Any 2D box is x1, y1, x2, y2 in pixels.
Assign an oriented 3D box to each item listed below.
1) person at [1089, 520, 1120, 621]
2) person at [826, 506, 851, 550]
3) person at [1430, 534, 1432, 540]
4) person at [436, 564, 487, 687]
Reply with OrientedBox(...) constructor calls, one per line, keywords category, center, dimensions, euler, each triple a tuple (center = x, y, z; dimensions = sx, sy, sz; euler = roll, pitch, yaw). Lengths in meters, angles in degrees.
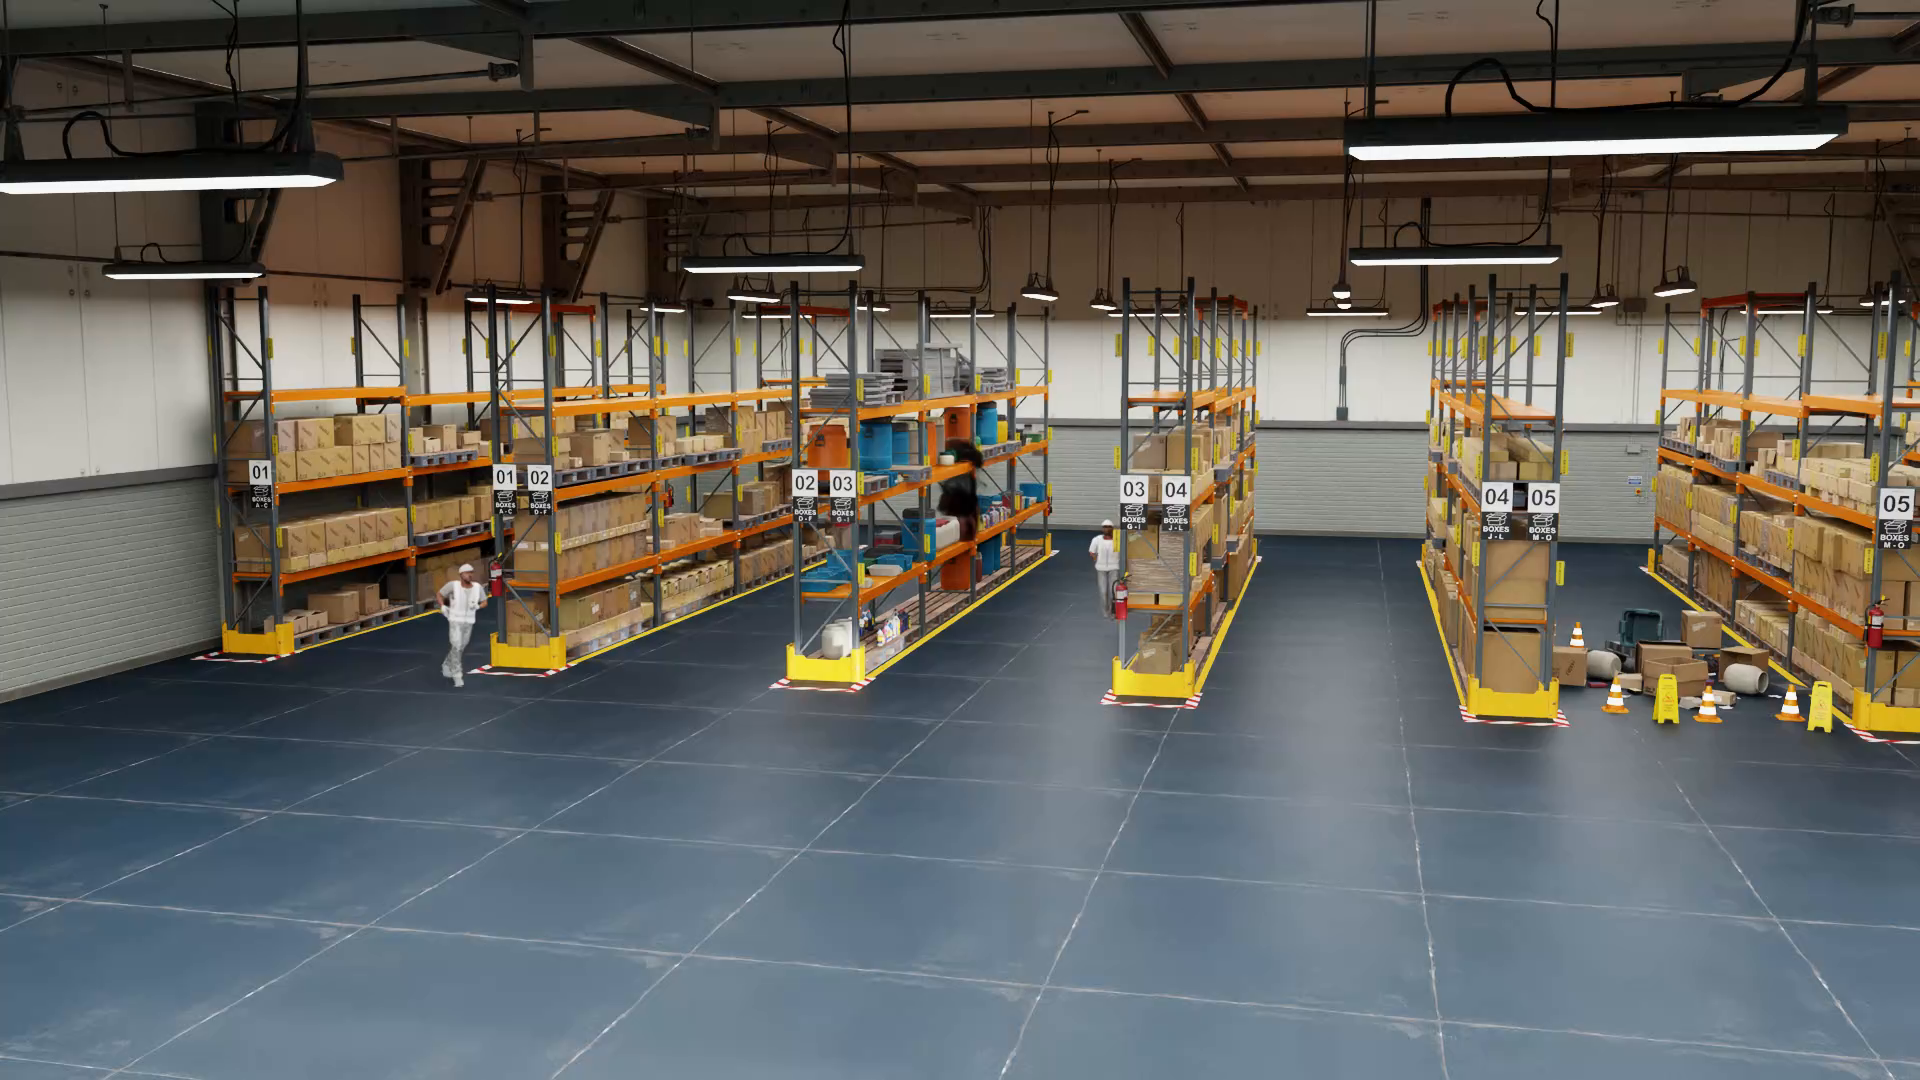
OrientedBox(category="person", center=(2.577, 0.539, 28.958), dimensions=(0.686, 1.786, 0.597), euler=(1, 7, 9))
OrientedBox(category="person", center=(-2.474, -0.113, 34.716), dimensions=(0.643, 1.831, 0.783), euler=(1, 7, 9))
OrientedBox(category="person", center=(11.383, -0.356, 39.713), dimensions=(0.545, 1.672, 0.718), euler=(4, 8, 33))
OrientedBox(category="person", center=(-7.494, 1.254, 25.121), dimensions=(0.698, 1.804, 0.897), euler=(-5, 9, -39))
